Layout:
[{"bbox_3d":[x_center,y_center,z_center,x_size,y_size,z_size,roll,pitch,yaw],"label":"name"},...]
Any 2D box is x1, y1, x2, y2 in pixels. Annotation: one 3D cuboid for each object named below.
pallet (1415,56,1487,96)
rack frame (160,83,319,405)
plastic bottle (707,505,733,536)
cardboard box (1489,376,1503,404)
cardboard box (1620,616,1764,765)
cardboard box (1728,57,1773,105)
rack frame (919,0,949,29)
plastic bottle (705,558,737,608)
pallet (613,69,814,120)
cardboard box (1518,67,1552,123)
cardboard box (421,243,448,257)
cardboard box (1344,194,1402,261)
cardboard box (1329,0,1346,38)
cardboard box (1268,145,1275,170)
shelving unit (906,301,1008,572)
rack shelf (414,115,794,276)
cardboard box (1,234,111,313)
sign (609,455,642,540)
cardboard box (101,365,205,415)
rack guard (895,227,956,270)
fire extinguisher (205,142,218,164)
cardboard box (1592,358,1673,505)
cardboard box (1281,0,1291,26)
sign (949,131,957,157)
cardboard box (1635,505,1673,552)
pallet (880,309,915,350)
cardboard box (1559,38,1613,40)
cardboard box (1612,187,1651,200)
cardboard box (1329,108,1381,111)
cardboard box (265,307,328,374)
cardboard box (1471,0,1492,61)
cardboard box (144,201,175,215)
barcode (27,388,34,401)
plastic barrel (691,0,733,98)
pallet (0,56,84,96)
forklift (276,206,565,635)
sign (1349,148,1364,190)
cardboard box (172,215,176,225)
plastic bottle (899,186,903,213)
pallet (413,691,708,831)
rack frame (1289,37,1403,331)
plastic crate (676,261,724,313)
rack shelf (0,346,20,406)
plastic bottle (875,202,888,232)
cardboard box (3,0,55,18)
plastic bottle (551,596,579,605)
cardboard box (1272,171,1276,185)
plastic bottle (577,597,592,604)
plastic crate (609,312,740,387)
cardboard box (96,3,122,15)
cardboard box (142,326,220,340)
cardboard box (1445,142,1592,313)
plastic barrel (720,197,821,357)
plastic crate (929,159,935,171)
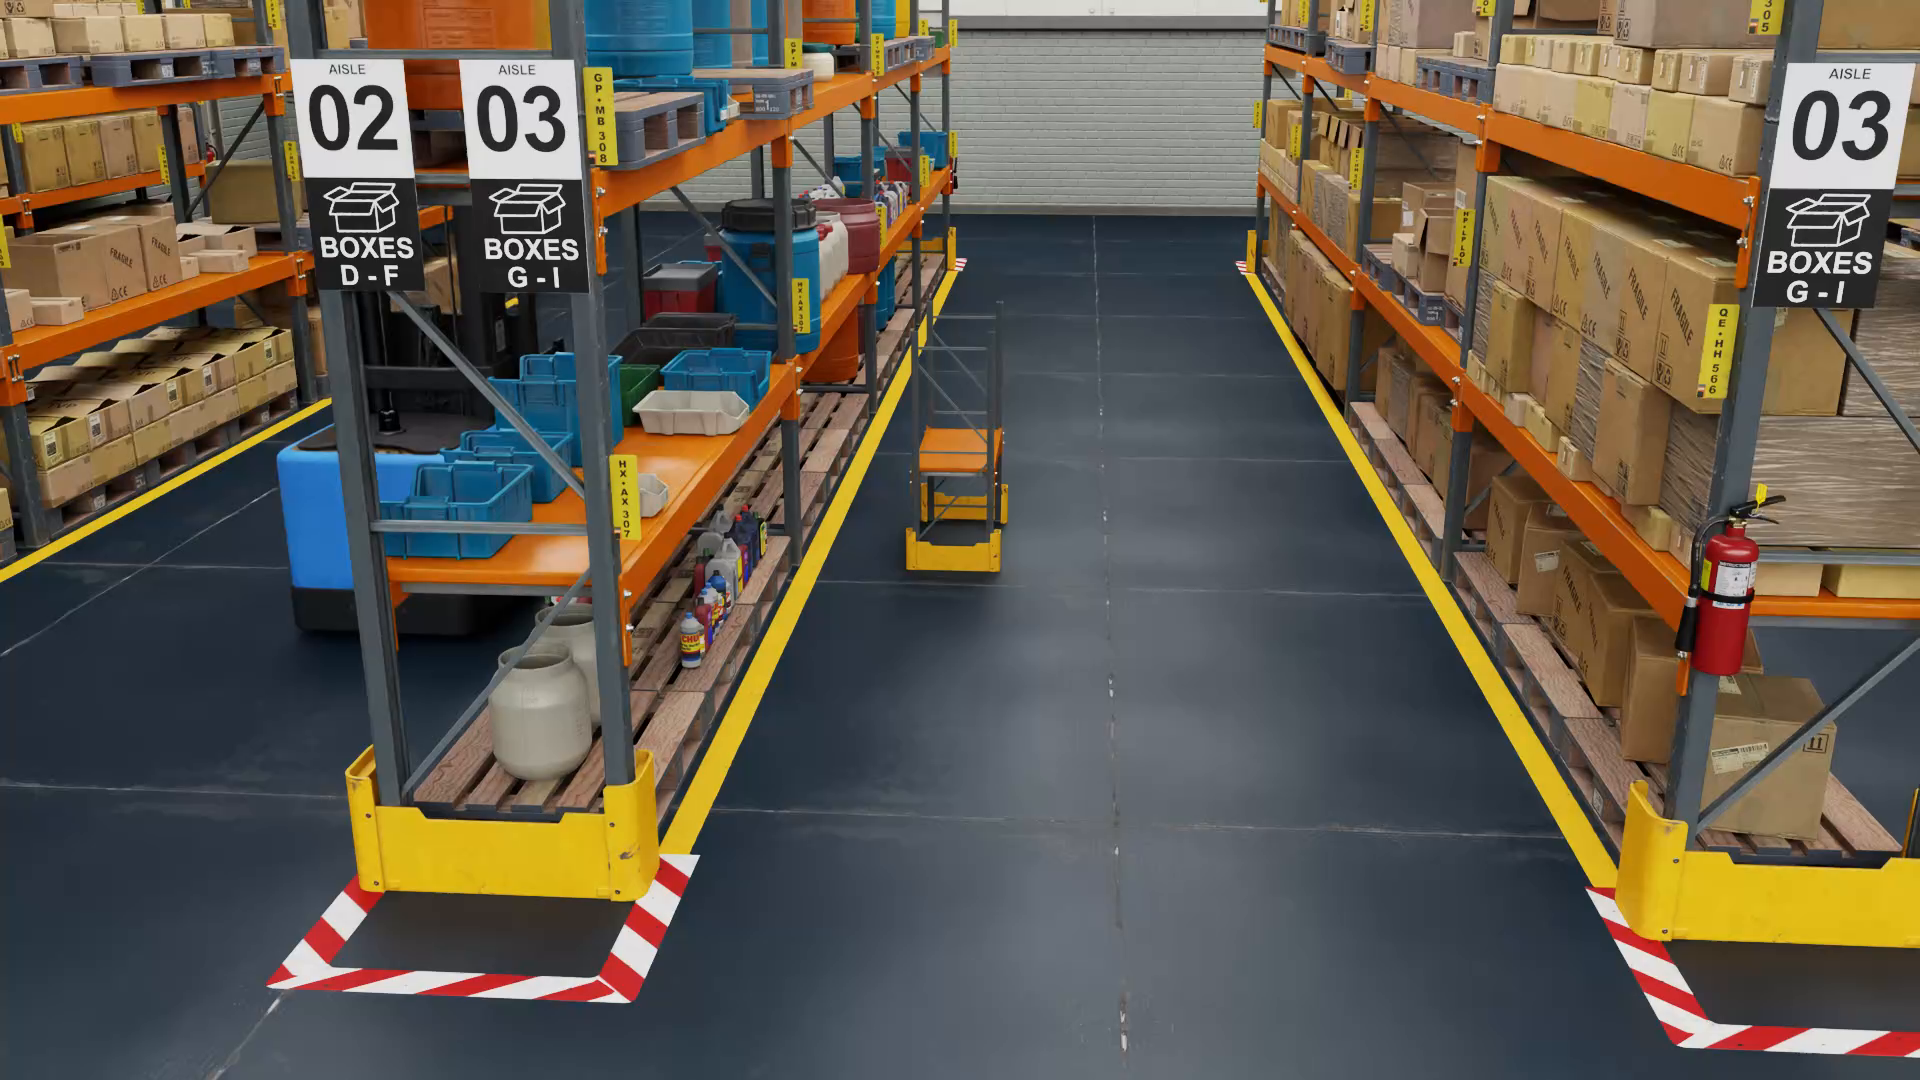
[{"bbox_3d":[3.665,-3.018,10.801,1.213,0.211,1.003,1,18,4],"label":"pallet"},{"bbox_3d":[-6.150,-2.635,14.148,1.000,3.000,0.127,1,18,4],"label":"rack frame"},{"bbox_3d":[-1.399,-0.028,9.739,0.144,0.351,0.185,1,18,4],"label":"plastic bottle"},{"bbox_3d":[3.107,-0.835,9.059,0.380,0.149,0.250,1,18,4],"label":"cardboard box"},{"bbox_3d":[3.227,0.680,7.370,0.500,0.500,0.500,6,19,18],"label":"cardboard box"},{"bbox_3d":[2.865,-1.565,5.665,0.380,0.149,0.250,1,18,4],"label":"cardboard box"},{"bbox_3d":[-0.637,-7.859,20.455,1.000,3.000,0.127,1,18,4],"label":"rack frame"},{"bbox_3d":[-1.308,0.221,9.099,0.152,0.276,0.135,2,18,5],"label":"plastic bottle"},{"bbox_3d":[-1.451,-2.390,8.887,1.213,0.211,1.003,1,18,4],"label":"pallet"},{"bbox_3d":[3.123,-2.226,8.323,0.500,0.250,0.500,1,18,3],"label":"cardboard box"},{"bbox_3d":[-6.106,-3.082,18.819,0.500,0.500,0.500,1,18,4],"label":"cardboard box"},{"bbox_3d":[3.518,-2.619,13.938,0.500,0.500,0.500,2,18,6],"label":"cardboard box"},{"bbox_3d":[3.985,-5.147,16.162,0.700,0.500,0.500,2,18,5],"label":"cardboard box"},{"bbox_3d":[3.930,-4.507,19.623,0.500,0.250,0.500,1,18,2],"label":"cardboard box"},{"bbox_3d":[-0.005,-0.689,10.617,0.587,1.500,1.083,1,18,4],"label":"shelving unit"},{"bbox_3d":[-1.640,-1.743,7.765,1.077,0.370,4.000,1,18,4],"label":"rack shelf"},{"bbox_3d":[-6.328,-1.842,11.567,0.500,0.500,0.500,3,18,8],"label":"cardboard box"},{"bbox_3d":[-1.235,-0.157,6.139,0.100,0.325,0.005,1,18,4],"label":"sign"},{"bbox_3d":[-6.050,-1.152,12.464,0.500,0.311,0.500,2,18,5],"label":"cardboard box"},{"bbox_3d":[-0.648,-3.828,21.802,1.175,0.500,0.348,1,18,4],"label":"rack guard"},{"bbox_3d":[-10.047,-5.052,22.246,0.296,0.674,0.183,1,18,4],"label":"fire extinguisher"},{"bbox_3d":[3.140,-0.445,6.826,0.875,0.500,0.500,1,18,4],"label":"cardboard box"},{"bbox_3d":[4.159,-6.283,19.467,0.700,0.500,0.500,1,18,2],"label":"cardboard box"},{"bbox_3d":[-0.087,-5.078,21.342,0.100,0.325,0.005,1,18,4],"label":"sign"},{"bbox_3d":[2.956,-0.058,6.687,0.380,0.149,0.250,1,18,4],"label":"cardboard box"},{"bbox_3d":[-1.020,-2.202,17.304,1.003,0.211,1.213,1,18,4],"label":"pallet"},{"bbox_3d":[3.146,-2.375,8.136,0.380,0.149,0.250,2,18,6],"label":"cardboard box"},{"bbox_3d":[3.651,-1.533,8.541,0.500,0.500,0.500,1,18,4],"label":"cardboard box"},{"bbox_3d":[4.382,-4.539,18.517,0.500,0.500,0.500,1,18,2],"label":"cardboard box"},{"bbox_3d":[-5.833,-1.791,14.880,0.500,0.500,0.500,2,18,6],"label":"cardboard box"},{"bbox_3d":[3.643,-3.281,10.461,0.797,0.503,0.637,2,18,6],"label":"cardboard box"},{"bbox_3d":[-10.296,-4.286,21.483,0.380,0.149,0.250,1,18,3],"label":"cardboard box"},{"bbox_3d":[-6.004,-0.940,10.741,0.001,0.075,0.075,1,18,4],"label":"barcode"},{"bbox_3d":[-1.677,-3.107,9.967,0.600,0.901,0.708,1,18,4],"label":"plastic barrel"},{"bbox_3d":[-6.387,-3.002,10.756,0.805,0.209,1.217,1,18,2],"label":"pallet"},{"bbox_3d":[-3.024,-1.285,10.137,1.130,2.935,3.031,2,18,6],"label":"forklift"},{"bbox_3d":[3.176,-2.974,13.324,0.100,0.325,0.005,1,18,4],"label":"sign"},{"bbox_3d":[-10.469,-4.021,21.718,0.700,0.500,0.500,1,18,4],"label":"cardboard box"},{"bbox_3d":[-0.655,-3.464,16.876,0.152,0.276,0.135,1,18,4],"label":"plastic bottle"},{"bbox_3d":[-1.761,1.010,7.503,1.003,0.211,1.213,1,18,4],"label":"pallet"},{"bbox_3d":[4.017,-3.655,17.261,1.000,3.000,0.127,1,18,4],"label":"rack frame"},{"bbox_3d":[-1.728,-1.623,11.085,0.392,0.384,0.575,1,18,4],"label":"plastic crate"},{"bbox_3d":[-6.581,-0.430,8.573,1.077,0.370,4.000,1,18,4],"label":"rack shelf"},{"bbox_3d":[-0.757,-3.022,15.529,0.152,0.276,0.135,1,18,4],"label":"plastic bottle"},{"bbox_3d":[-6.336,-3.671,10.854,0.500,0.500,0.500,3,18,9],"label":"cardboard box"},{"bbox_3d":[-2.044,0.389,8.587,0.152,0.276,0.135,1,18,4],"label":"plastic bottle"},{"bbox_3d":[3.840,-4.197,19.319,0.380,0.149,0.250,1,18,3],"label":"cardboard box"},{"bbox_3d":[-1.938,0.387,8.579,0.061,0.283,0.133,1,18,4],"label":"plastic bottle"},{"bbox_3d":[-1.661,-1.092,9.537,0.767,0.338,0.504,1,18,4],"label":"plastic crate"},{"bbox_3d":[-10.375,-6.274,19.840,0.500,0.250,0.500,1,18,2],"label":"cardboard box"},{"bbox_3d":[-6.481,-1.638,13.947,0.500,0.311,0.500,2,18,6],"label":"cardboard box"},{"bbox_3d":[3.640,-1.899,10.263,1.000,1.000,1.000,1,18,4],"label":"cardboard box"},{"bbox_3d":[-1.167,-1.632,10.283,0.600,0.901,0.708,1,18,4],"label":"plastic barrel"},{"bbox_3d":[-0.514,-4.654,20.636,0.396,0.136,0.243,1,18,4],"label":"plastic crate"}]
